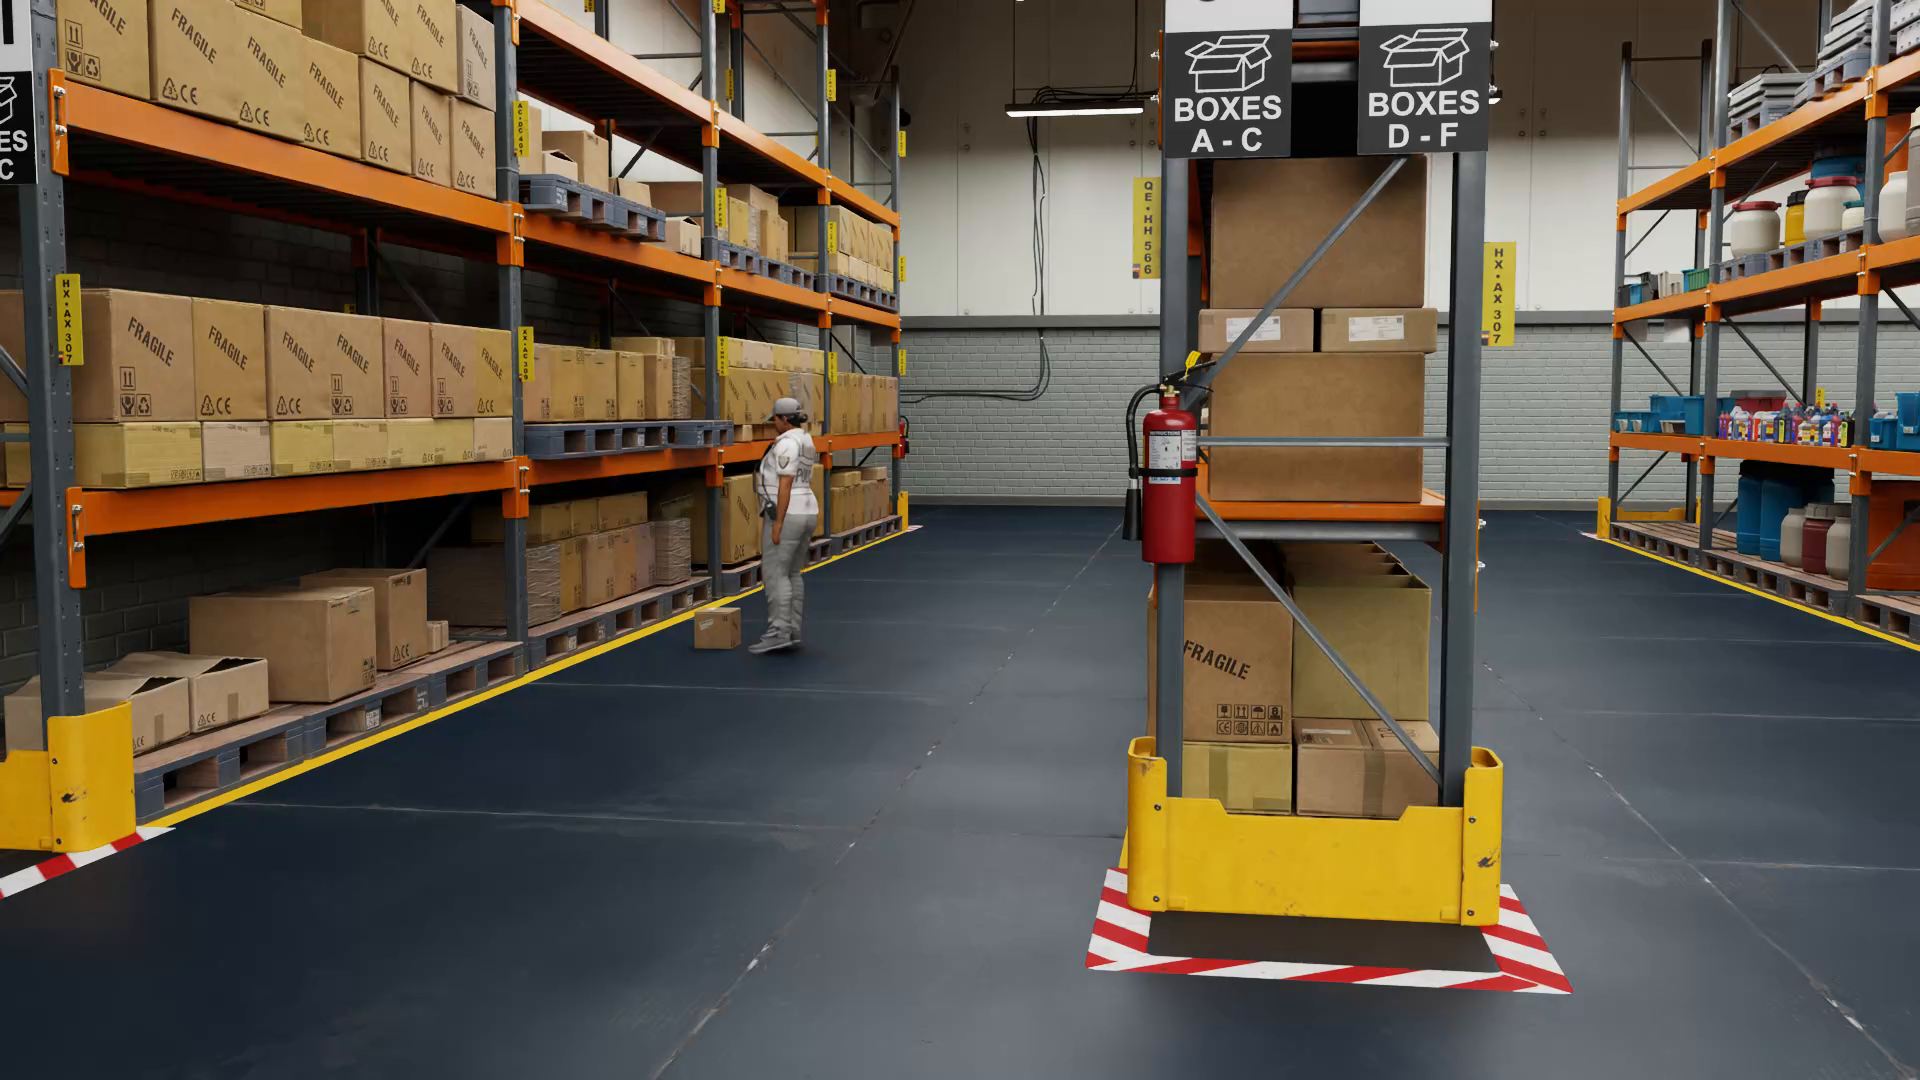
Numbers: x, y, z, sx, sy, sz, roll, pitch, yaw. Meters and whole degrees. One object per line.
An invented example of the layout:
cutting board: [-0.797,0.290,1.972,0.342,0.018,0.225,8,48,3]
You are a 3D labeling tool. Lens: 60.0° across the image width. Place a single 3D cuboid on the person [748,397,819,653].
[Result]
person: [-1.170,-0.107,11.085,0.434,1.686,0.507,1,5,15]
